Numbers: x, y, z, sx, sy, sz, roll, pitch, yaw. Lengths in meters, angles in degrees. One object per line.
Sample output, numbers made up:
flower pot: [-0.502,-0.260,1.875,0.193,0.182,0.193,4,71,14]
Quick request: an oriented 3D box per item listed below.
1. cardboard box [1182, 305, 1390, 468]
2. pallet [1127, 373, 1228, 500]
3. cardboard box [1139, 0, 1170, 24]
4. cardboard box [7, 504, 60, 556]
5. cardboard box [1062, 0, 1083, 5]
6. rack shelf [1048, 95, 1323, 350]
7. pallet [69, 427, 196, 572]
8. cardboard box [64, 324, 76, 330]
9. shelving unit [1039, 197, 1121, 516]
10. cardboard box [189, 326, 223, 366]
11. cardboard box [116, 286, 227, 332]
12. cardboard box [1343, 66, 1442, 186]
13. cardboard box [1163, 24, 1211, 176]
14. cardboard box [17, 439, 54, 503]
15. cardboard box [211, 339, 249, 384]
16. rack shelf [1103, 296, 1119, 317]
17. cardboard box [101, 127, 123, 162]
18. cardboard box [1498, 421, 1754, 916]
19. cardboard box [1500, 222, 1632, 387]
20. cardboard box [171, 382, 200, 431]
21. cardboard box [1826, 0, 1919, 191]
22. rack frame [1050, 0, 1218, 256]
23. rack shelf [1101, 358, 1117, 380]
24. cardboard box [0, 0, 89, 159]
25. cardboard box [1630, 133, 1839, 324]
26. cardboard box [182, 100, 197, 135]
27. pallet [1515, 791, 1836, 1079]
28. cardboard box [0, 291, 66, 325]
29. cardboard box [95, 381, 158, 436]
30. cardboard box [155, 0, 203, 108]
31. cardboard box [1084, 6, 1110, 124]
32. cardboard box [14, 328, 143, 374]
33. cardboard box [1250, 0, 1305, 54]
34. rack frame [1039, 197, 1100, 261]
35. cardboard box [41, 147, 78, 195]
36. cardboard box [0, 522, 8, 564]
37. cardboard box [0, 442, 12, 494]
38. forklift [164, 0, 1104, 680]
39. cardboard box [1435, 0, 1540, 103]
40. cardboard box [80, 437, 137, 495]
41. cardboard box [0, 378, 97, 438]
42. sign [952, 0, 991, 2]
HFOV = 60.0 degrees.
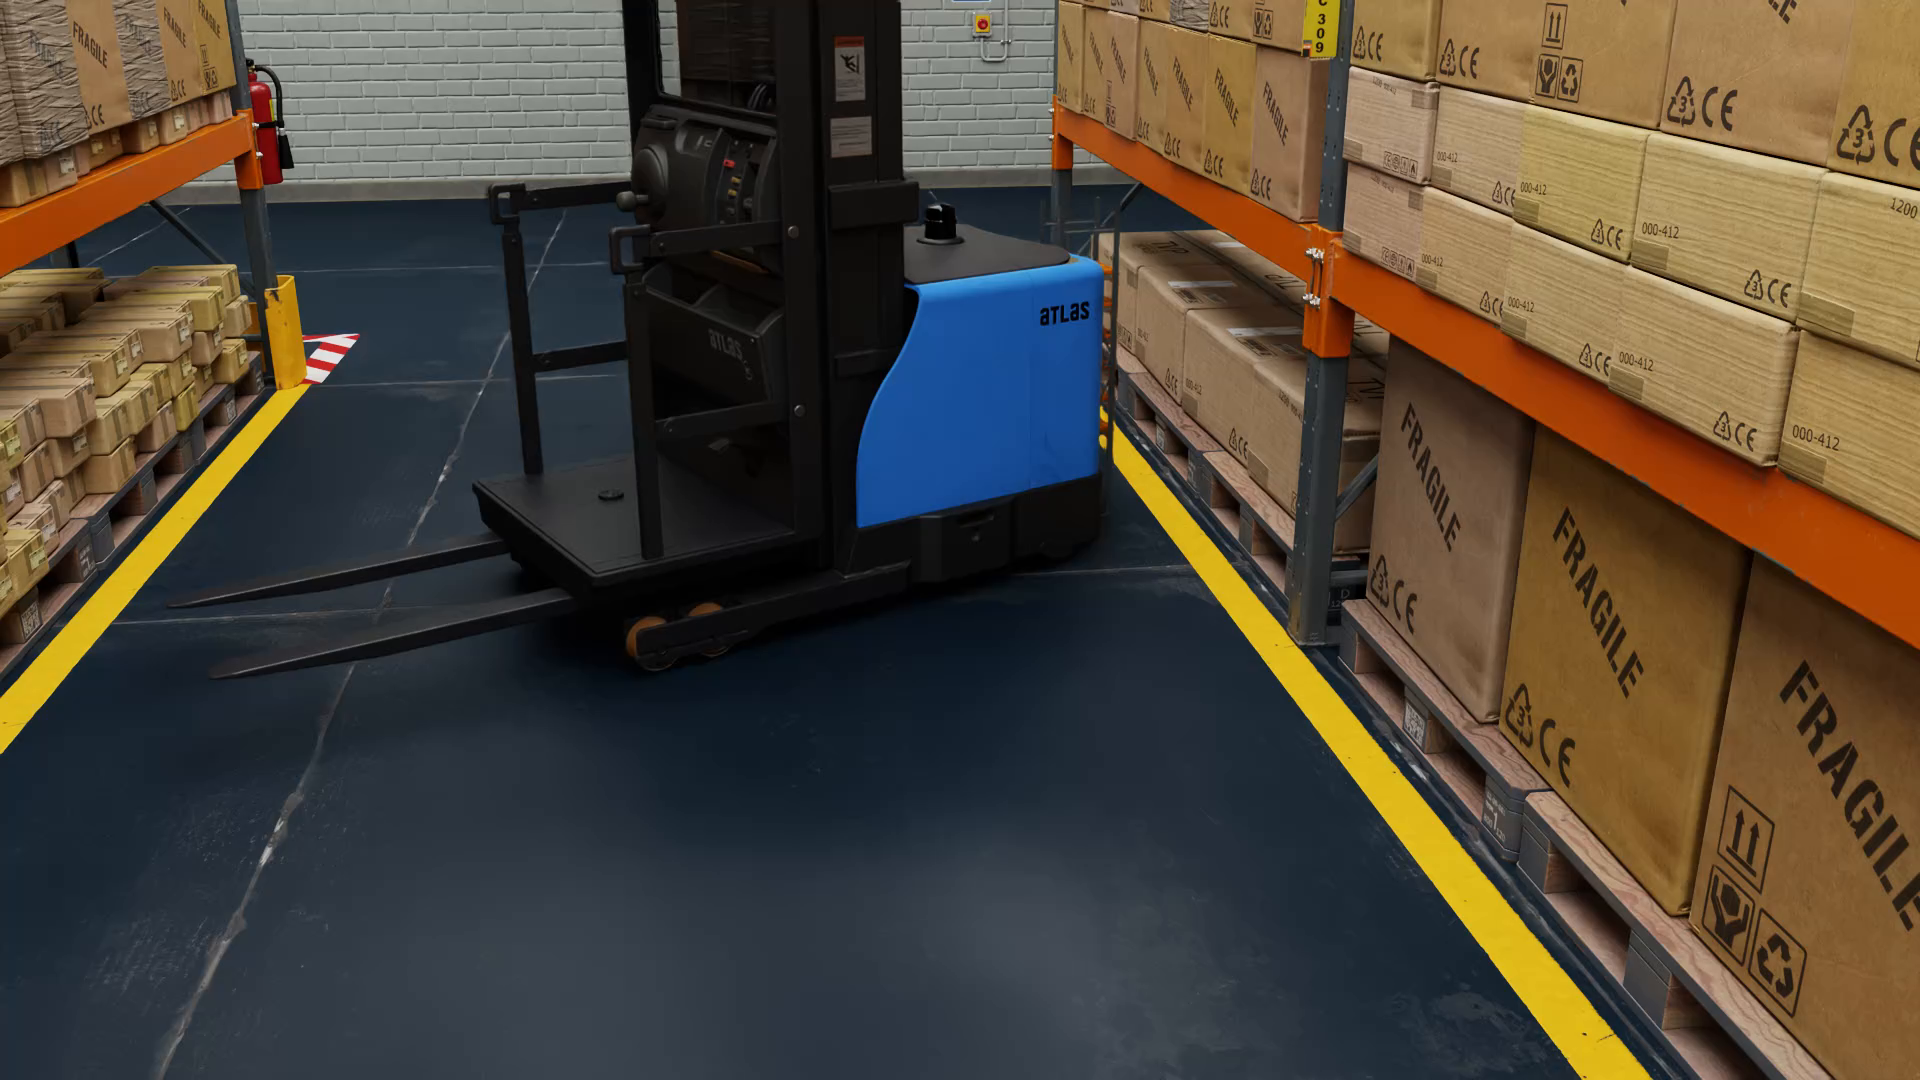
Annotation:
cardboard box: [1.449,-0.634,6.688,0.875,0.438,0.875,-4,21,-9]
pallet: [1.352,-0.489,7.224,1.003,0.211,1.213,-3,21,-8]
cardboard box: [1.010,-2.295,6.503,0.500,0.500,0.500,-3,21,-8]
cardboard box: [-3.181,0.001,5.401,0.380,0.149,0.250,-3,21,-8]
cardboard box: [0.774,-2.824,7.919,0.500,0.500,0.500,-3,21,-9]
rack shelf: [1.275,-1.460,6.867,1.077,0.370,4.000,-3,21,-8]
pallet: [-3.631,-0.168,6.364,1.003,0.211,1.213,-3,21,-8]
cardboard box: [-3.969,-0.833,7.209,0.380,0.149,0.250,-3,21,-7]
shelving unit: [0.441,-0.675,6.309,0.258,1.200,0.189,-7,22,-18]
cardboard box: [-3.462,-0.857,7.274,0.380,0.149,0.250,-4,21,-10]
cardboard box: [-3.428,-1.001,7.234,0.380,0.149,0.250,-3,21,-9]
cardboard box: [1.348,-1.102,4.380,0.500,0.250,0.500,-4,21,-9]
cardboard box: [1.077,-1.651,6.205,0.500,0.500,0.500,-3,21,-9]
cardboard box: [-3.288,-0.222,5.572,0.380,0.149,0.250,-4,21,-11]
cardboard box: [-3.478,-0.811,7.574,0.380,0.149,0.250,-2,21,-6]
rack shelf: [0.441,-0.859,6.241,0.258,0.103,0.180,-7,22,-18]
cardboard box: [-3.472,-1.538,6.407,0.380,0.149,0.250,-4,21,-10]
cardboard box: [1.870,0.217,3.785,0.875,0.875,0.875,-2,21,-6]
cardboard box: [1.500,-0.512,3.513,0.500,0.250,0.500,-3,21,-8]
cardboard box: [-3.377,-0.545,6.862,0.380,0.149,0.250,-4,21,-10]
cardboard box: [1.659,-0.750,2.366,0.500,0.500,0.500,-3,21,-8]
rack frame: [0.987,-2.490,8.595,1.000,3.000,0.127,-3,21,-8]
rack shelf: [0.441,-0.634,6.325,0.258,0.103,0.180,-7,22,-18]
cardboard box: [-3.258,-1.538,5.478,0.500,0.500,0.500,-3,21,-9]
cardboard box: [1.572,-0.572,2.960,0.500,0.250,0.500,-4,21,-9]
cardboard box: [-3.521,-1.815,7.147,0.380,0.149,0.250,-3,21,-8]
pallet: [1.928,0.888,3.536,1.003,0.211,1.213,-3,21,-8]
cardboard box: [-4.089,-0.963,7.132,0.380,0.149,0.250,-3,21,-8]
cardboard box: [-3.289,-0.495,6.304,0.380,0.149,0.250,-3,21,-7]
cardboard box: [-3.509,-2.070,6.903,0.500,0.500,0.500,-3,21,-9]
cardboard box: [0.872,-2.182,7.629,0.500,0.500,0.500,-3,21,-9]
cardboard box: [-3.431,-0.721,6.485,0.380,0.149,0.250,-4,21,-10]
cardboard box: [1.222,-1.769,5.095,0.500,0.500,0.500,-3,21,-8]
rack frame: [0.410,-0.705,6.390,0.240,1.200,0.006,-7,22,-18]
cardboard box: [-3.275,-1.271,5.690,0.380,0.149,0.250,-2,21,-5]
cardboard box: [-3.056,0.038,4.878,0.380,0.149,0.250,-2,21,-5]
cardboard box: [-3.146,-0.188,5.057,0.380,0.149,0.250,-2,21,-5]
forklift: [-0.992,-1.178,5.181,3.031,2.935,1.130,-13,24,-32]
cardboard box: [1.443,-1.278,3.780,0.500,0.500,0.500,-3,21,-8]
cardboard box: [-3.282,-0.271,6.129,0.380,0.149,0.250,-3,21,-9]
cardboard box: [-3.247,-0.455,5.770,0.380,0.149,0.250,-2,21,-7]
sign: [0.094,-4.586,13.822,0.327,0.218,0.001,-3,21,-8]
